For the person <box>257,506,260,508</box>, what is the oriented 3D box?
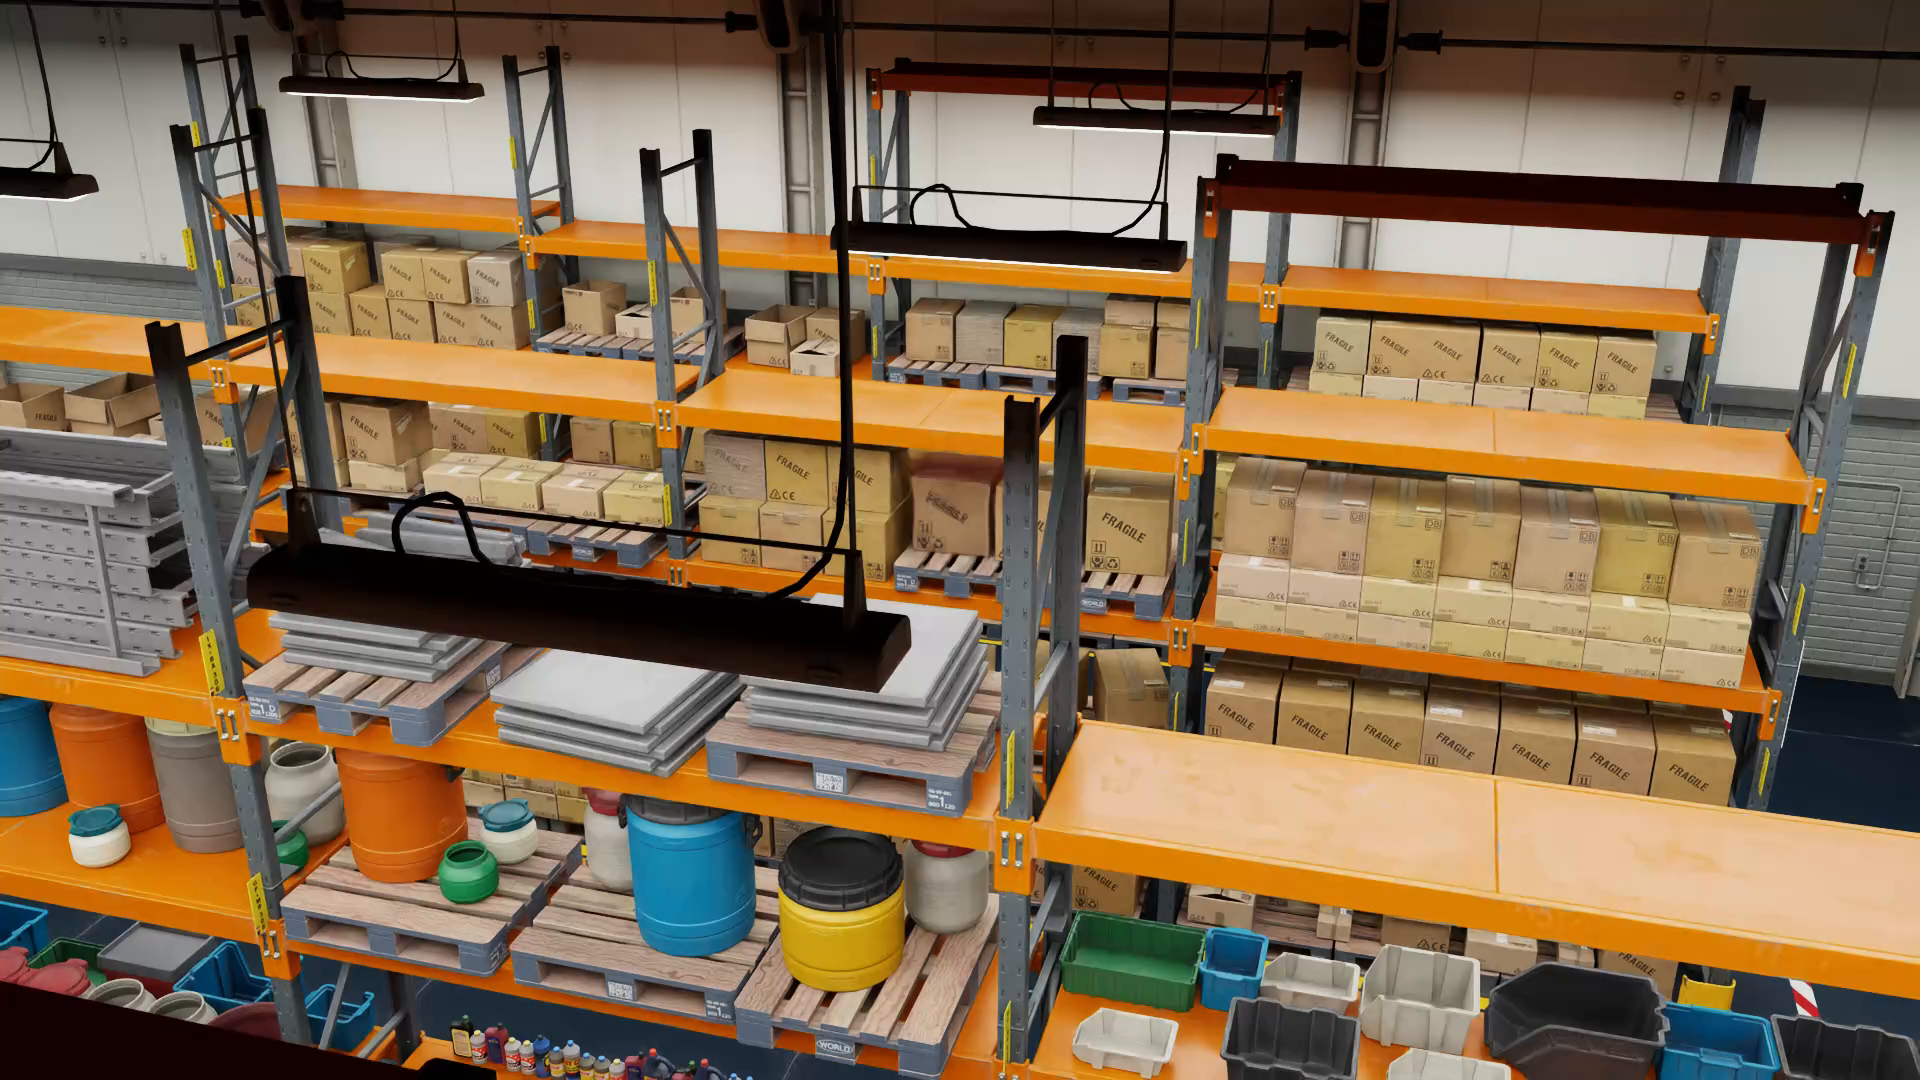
[{"bbox_3d":[-8.196,-0.186,19.007,0.651,1.838,0.616,2,23,6],"label":"person"}]
